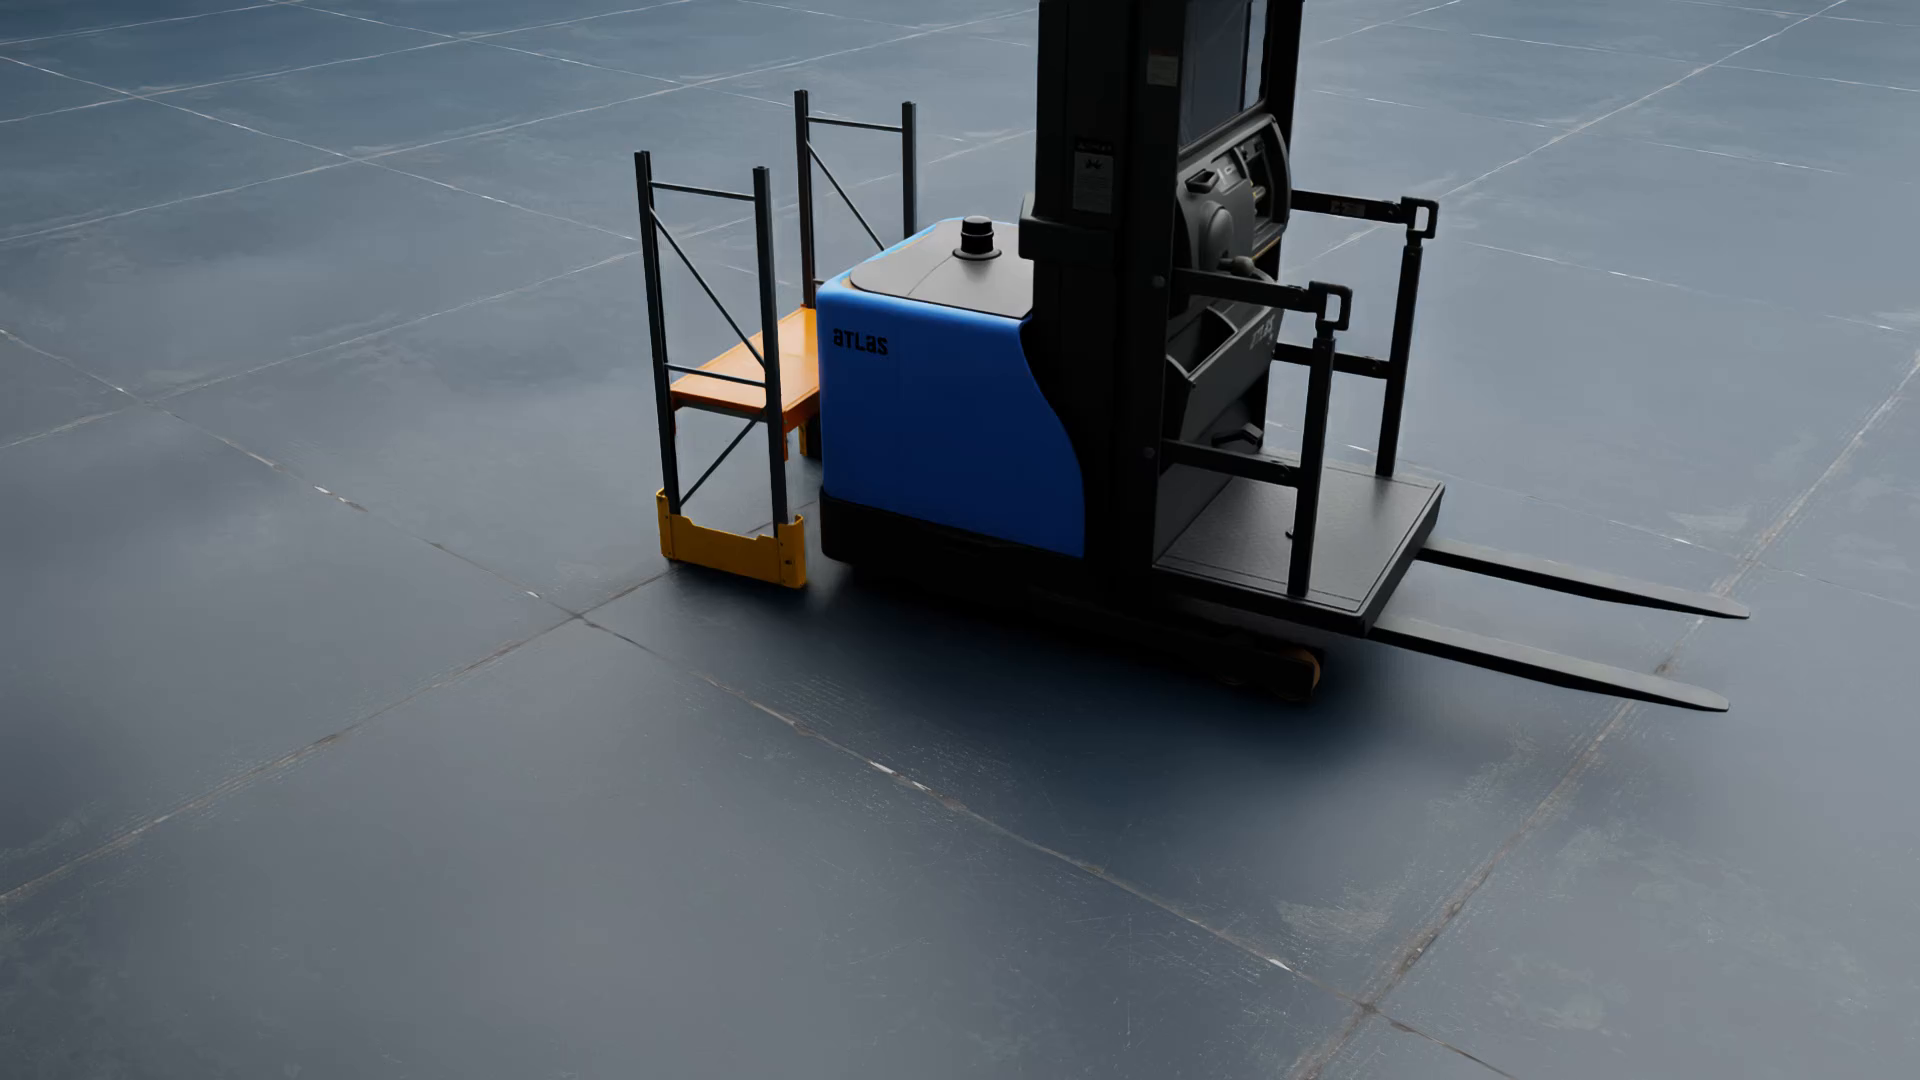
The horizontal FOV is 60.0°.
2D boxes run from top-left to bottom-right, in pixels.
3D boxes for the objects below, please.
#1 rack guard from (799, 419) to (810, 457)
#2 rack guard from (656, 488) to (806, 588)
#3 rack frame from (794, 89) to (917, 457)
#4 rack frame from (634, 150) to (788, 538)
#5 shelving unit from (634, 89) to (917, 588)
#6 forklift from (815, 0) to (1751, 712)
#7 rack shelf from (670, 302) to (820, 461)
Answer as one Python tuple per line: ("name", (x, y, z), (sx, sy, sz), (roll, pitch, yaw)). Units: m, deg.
("rack guard", (-0.393, -0.425, 6.799), (0.587, 0.250, 0.087), (13, 30, 23))
("rack guard", (-0.828, -0.013, 6.003), (0.587, 0.250, 0.087), (13, 30, 23))
("rack frame", (-0.392, -0.980, 6.513), (0.500, 1.500, 0.032), (13, 30, 23))
("rack frame", (-0.836, -0.560, 5.700), (0.500, 1.500, 0.032), (13, 30, 23))
("shelving unit", (-0.610, -0.774, 6.114), (0.587, 1.500, 1.083), (13, 30, 23))
("forklift", (1.043, -1.073, 5.133), (3.031, 2.935, 1.130), (14, 30, 25))
("rack shelf", (-0.614, -0.610, 6.189), (0.538, 0.185, 1.000), (13, 30, 23))
